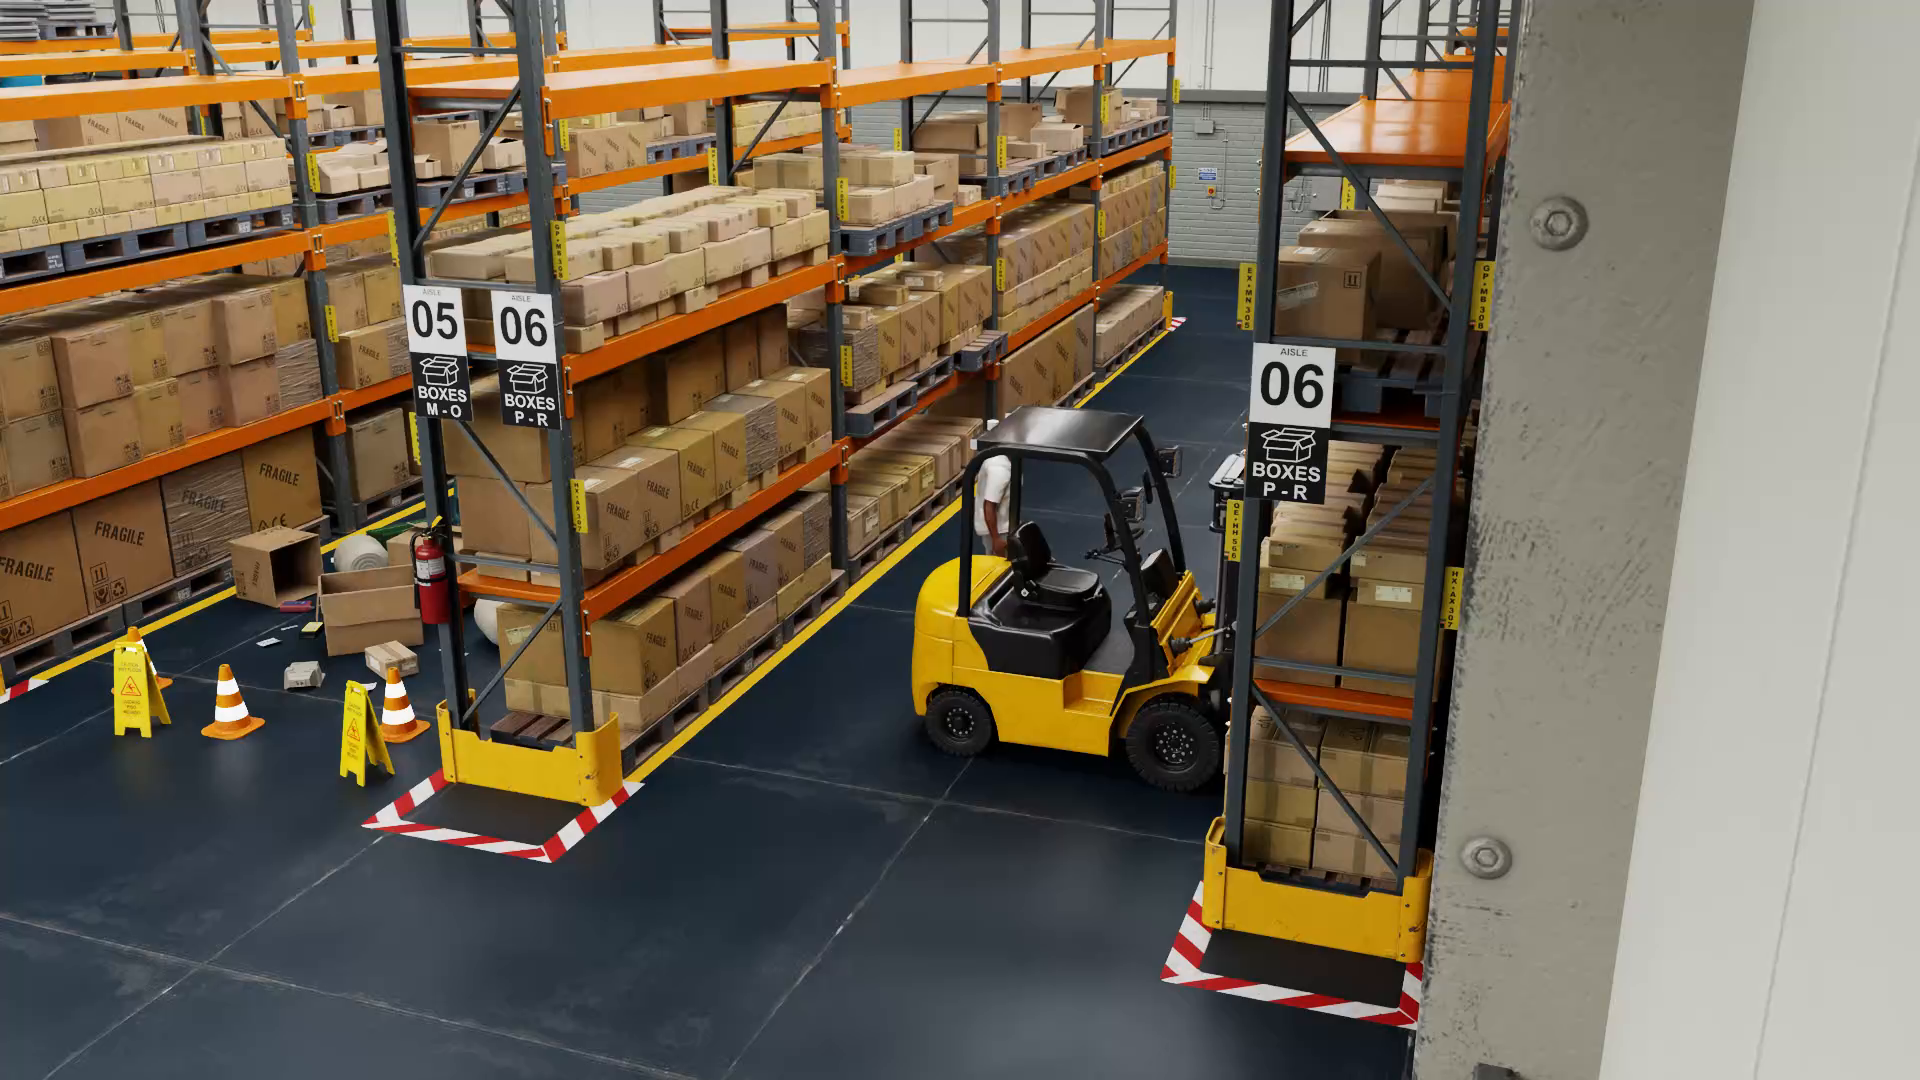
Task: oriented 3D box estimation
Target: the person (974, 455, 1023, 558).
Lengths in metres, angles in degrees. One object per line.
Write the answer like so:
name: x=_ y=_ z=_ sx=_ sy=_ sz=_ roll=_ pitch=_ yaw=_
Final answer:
person: x=0.352 y=-0.083 z=12.780 sx=0.463 sy=1.760 sz=0.635 roll=6 pitch=19 yaw=17
